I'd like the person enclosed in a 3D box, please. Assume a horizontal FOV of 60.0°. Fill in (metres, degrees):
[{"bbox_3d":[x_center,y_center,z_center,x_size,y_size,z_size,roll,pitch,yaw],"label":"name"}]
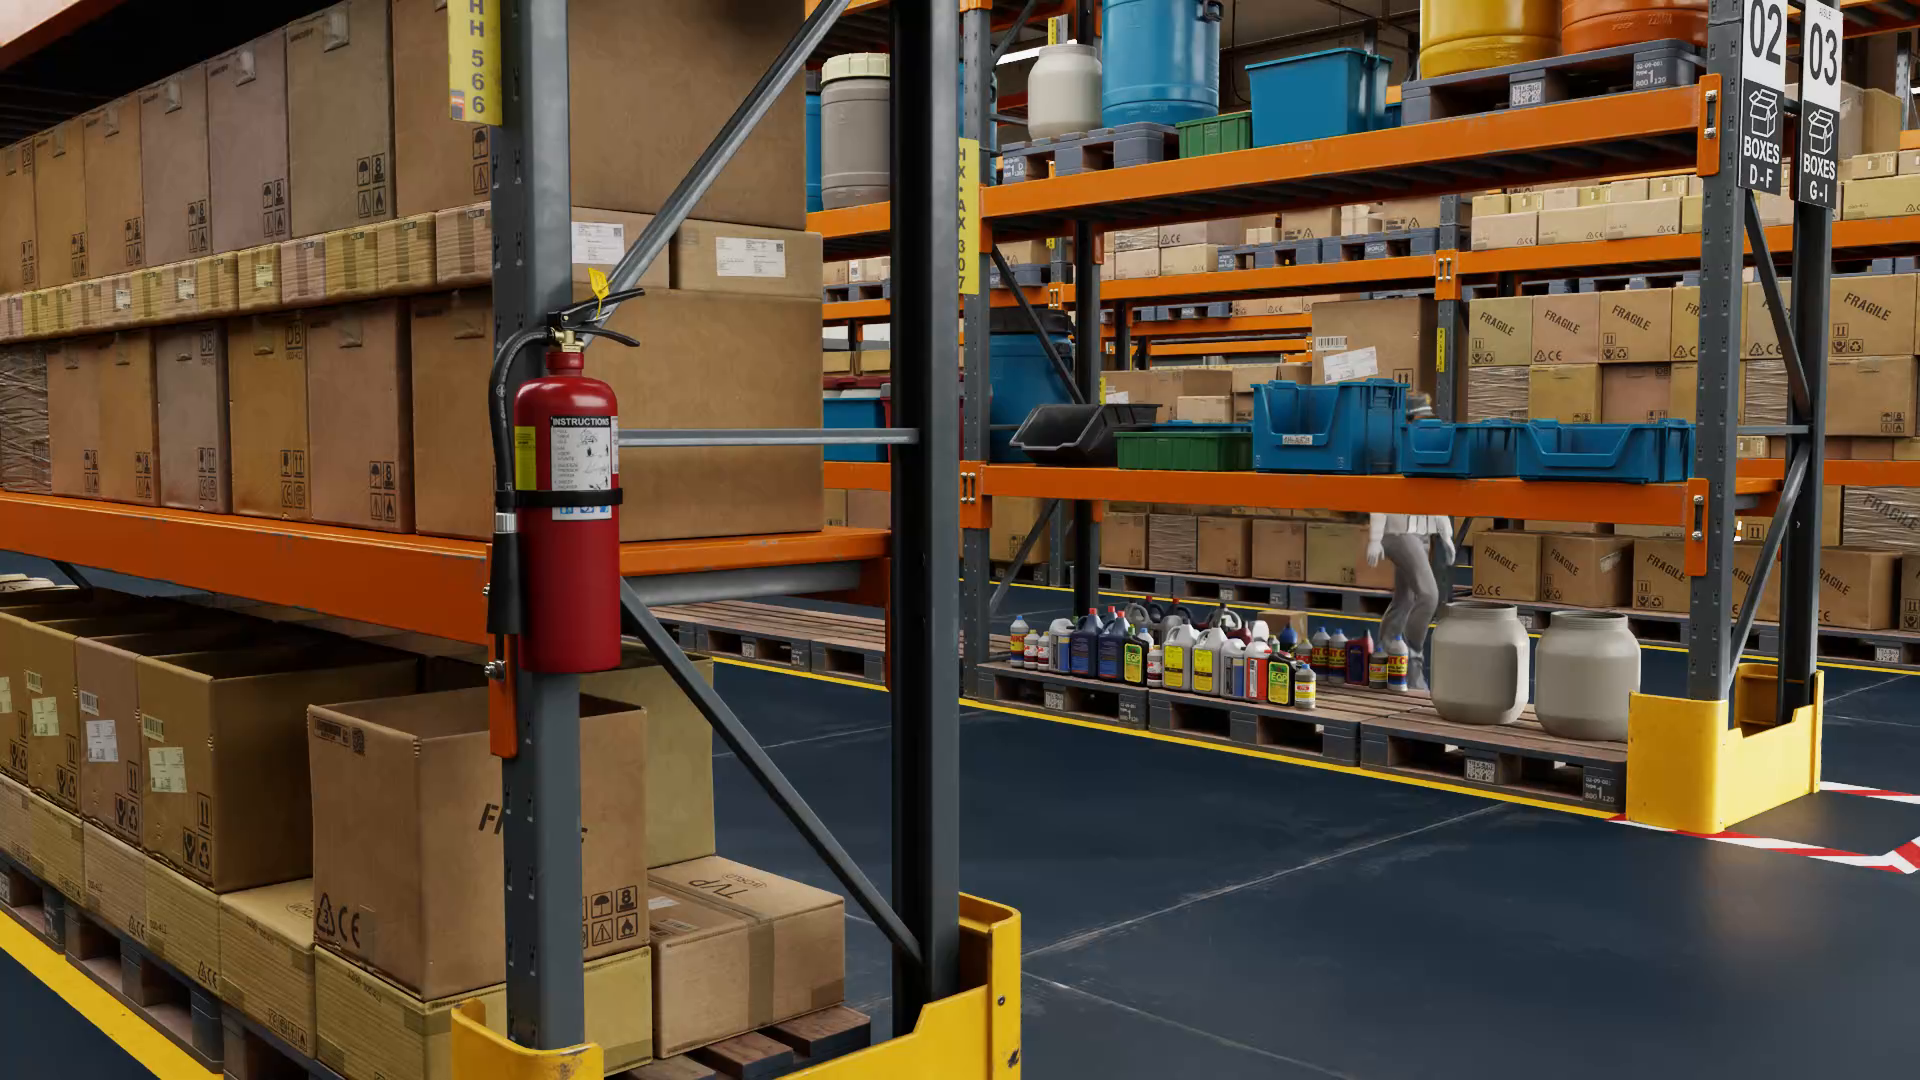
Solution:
[{"bbox_3d":[2.604,0.029,9.611,0.527,1.747,0.516,-4,6,-45],"label":"person"}]
